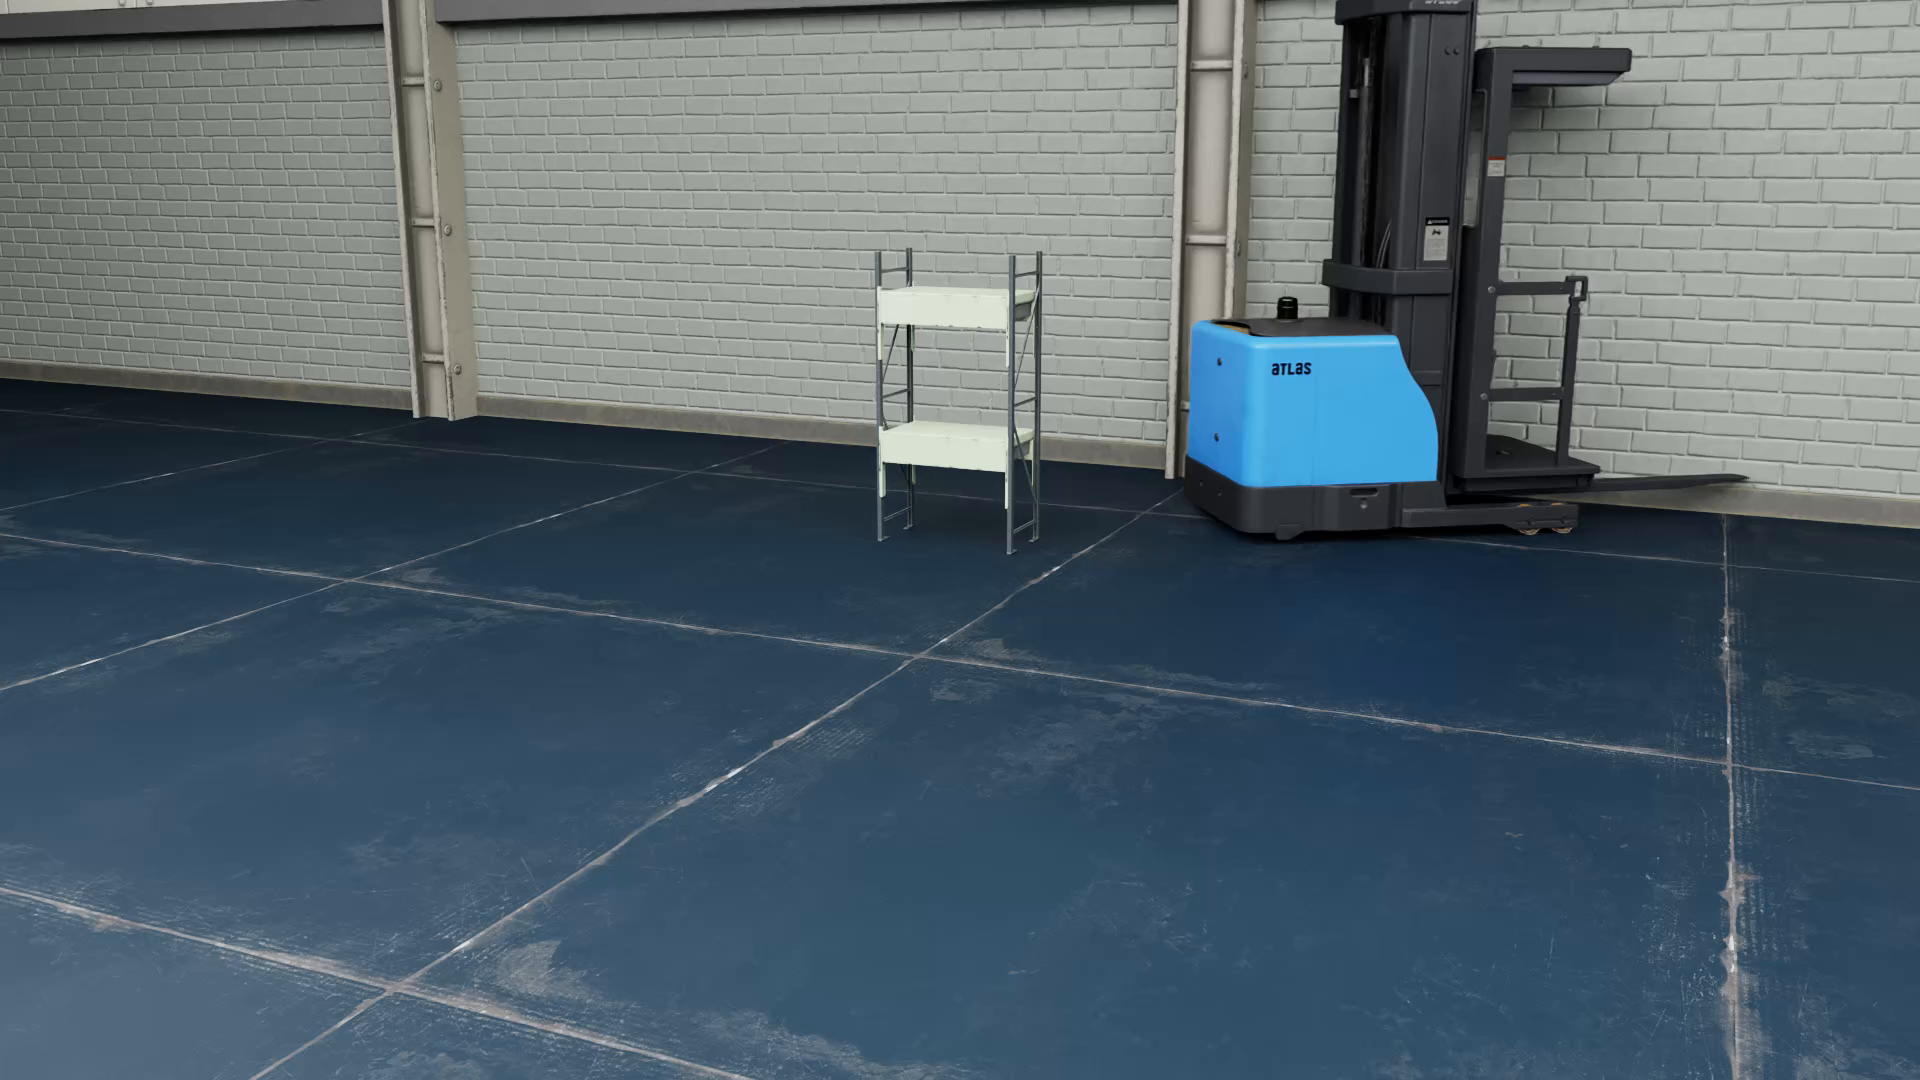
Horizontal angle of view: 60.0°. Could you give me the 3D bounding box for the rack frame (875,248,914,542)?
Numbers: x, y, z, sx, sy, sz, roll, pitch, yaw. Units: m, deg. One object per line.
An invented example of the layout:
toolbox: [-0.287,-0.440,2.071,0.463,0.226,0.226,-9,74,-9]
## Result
rack frame: [-0.341,-0.765,8.730,0.023,1.500,0.400,6,14,23]

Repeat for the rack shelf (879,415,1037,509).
rack shelf: [-0.006,-0.413,8.661,0.720,0.370,0.431,6,14,23]

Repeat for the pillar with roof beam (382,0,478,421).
pillar with roof beam: [-5.705,-4.438,7.971,0.400,9.000,9.100,6,14,23]

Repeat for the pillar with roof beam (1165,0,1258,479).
pillar with roof beam: [-0.219,-3.883,5.605,0.400,9.000,9.100,6,14,23]

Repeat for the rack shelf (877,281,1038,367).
rack shelf: [-0.006,-1.111,8.497,0.720,0.370,0.431,6,14,23]

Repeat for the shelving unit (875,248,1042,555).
shelving unit: [-0.006,-0.731,8.586,0.755,1.500,0.431,6,14,23]

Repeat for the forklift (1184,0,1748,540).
forklift: [2.847,-1.569,9.025,3.031,2.935,1.130,-2,13,-11]

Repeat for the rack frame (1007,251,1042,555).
rack frame: [0.329,-0.697,8.442,0.023,1.500,0.400,6,14,23]
